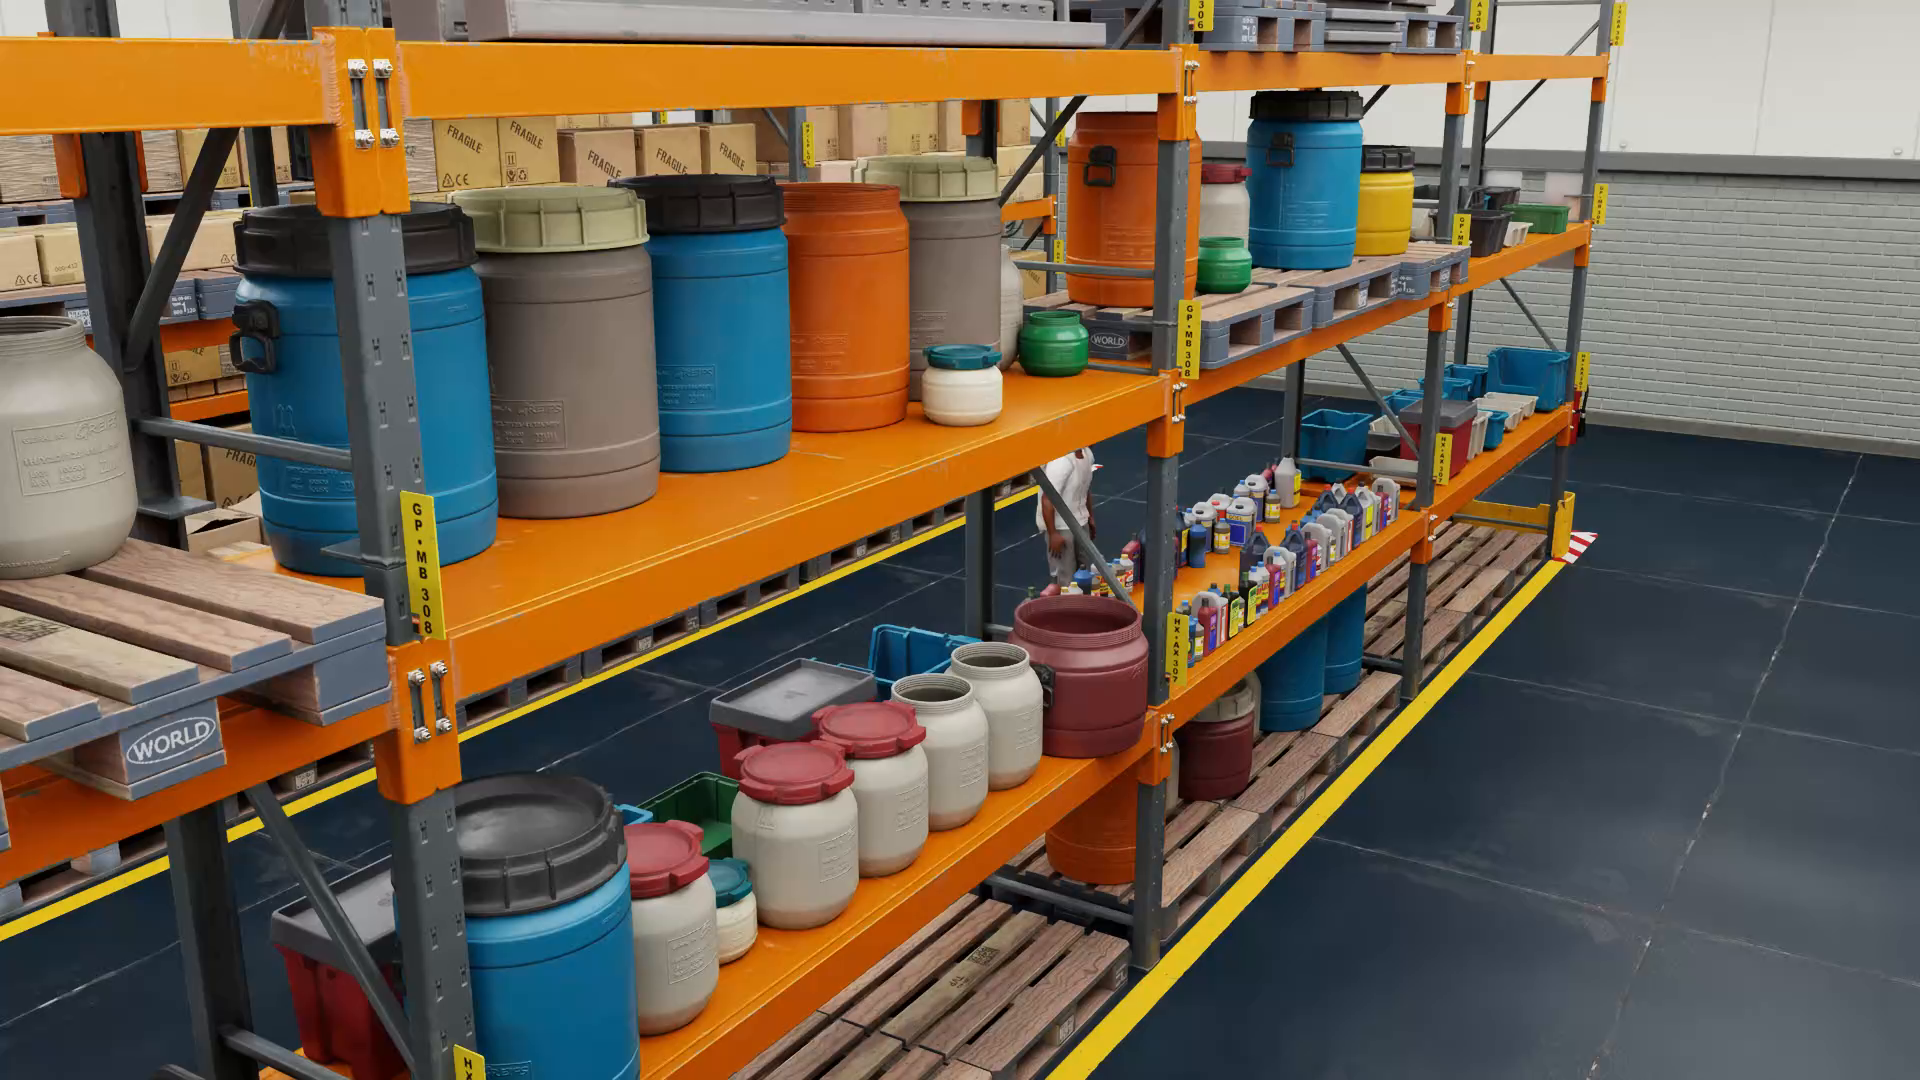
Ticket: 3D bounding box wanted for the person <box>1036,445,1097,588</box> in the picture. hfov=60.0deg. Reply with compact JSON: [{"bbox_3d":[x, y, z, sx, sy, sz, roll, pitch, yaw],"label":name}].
[{"bbox_3d":[0.789,-0.095,11.828,0.459,1.761,0.626,10,19,30],"label":"person"}]
